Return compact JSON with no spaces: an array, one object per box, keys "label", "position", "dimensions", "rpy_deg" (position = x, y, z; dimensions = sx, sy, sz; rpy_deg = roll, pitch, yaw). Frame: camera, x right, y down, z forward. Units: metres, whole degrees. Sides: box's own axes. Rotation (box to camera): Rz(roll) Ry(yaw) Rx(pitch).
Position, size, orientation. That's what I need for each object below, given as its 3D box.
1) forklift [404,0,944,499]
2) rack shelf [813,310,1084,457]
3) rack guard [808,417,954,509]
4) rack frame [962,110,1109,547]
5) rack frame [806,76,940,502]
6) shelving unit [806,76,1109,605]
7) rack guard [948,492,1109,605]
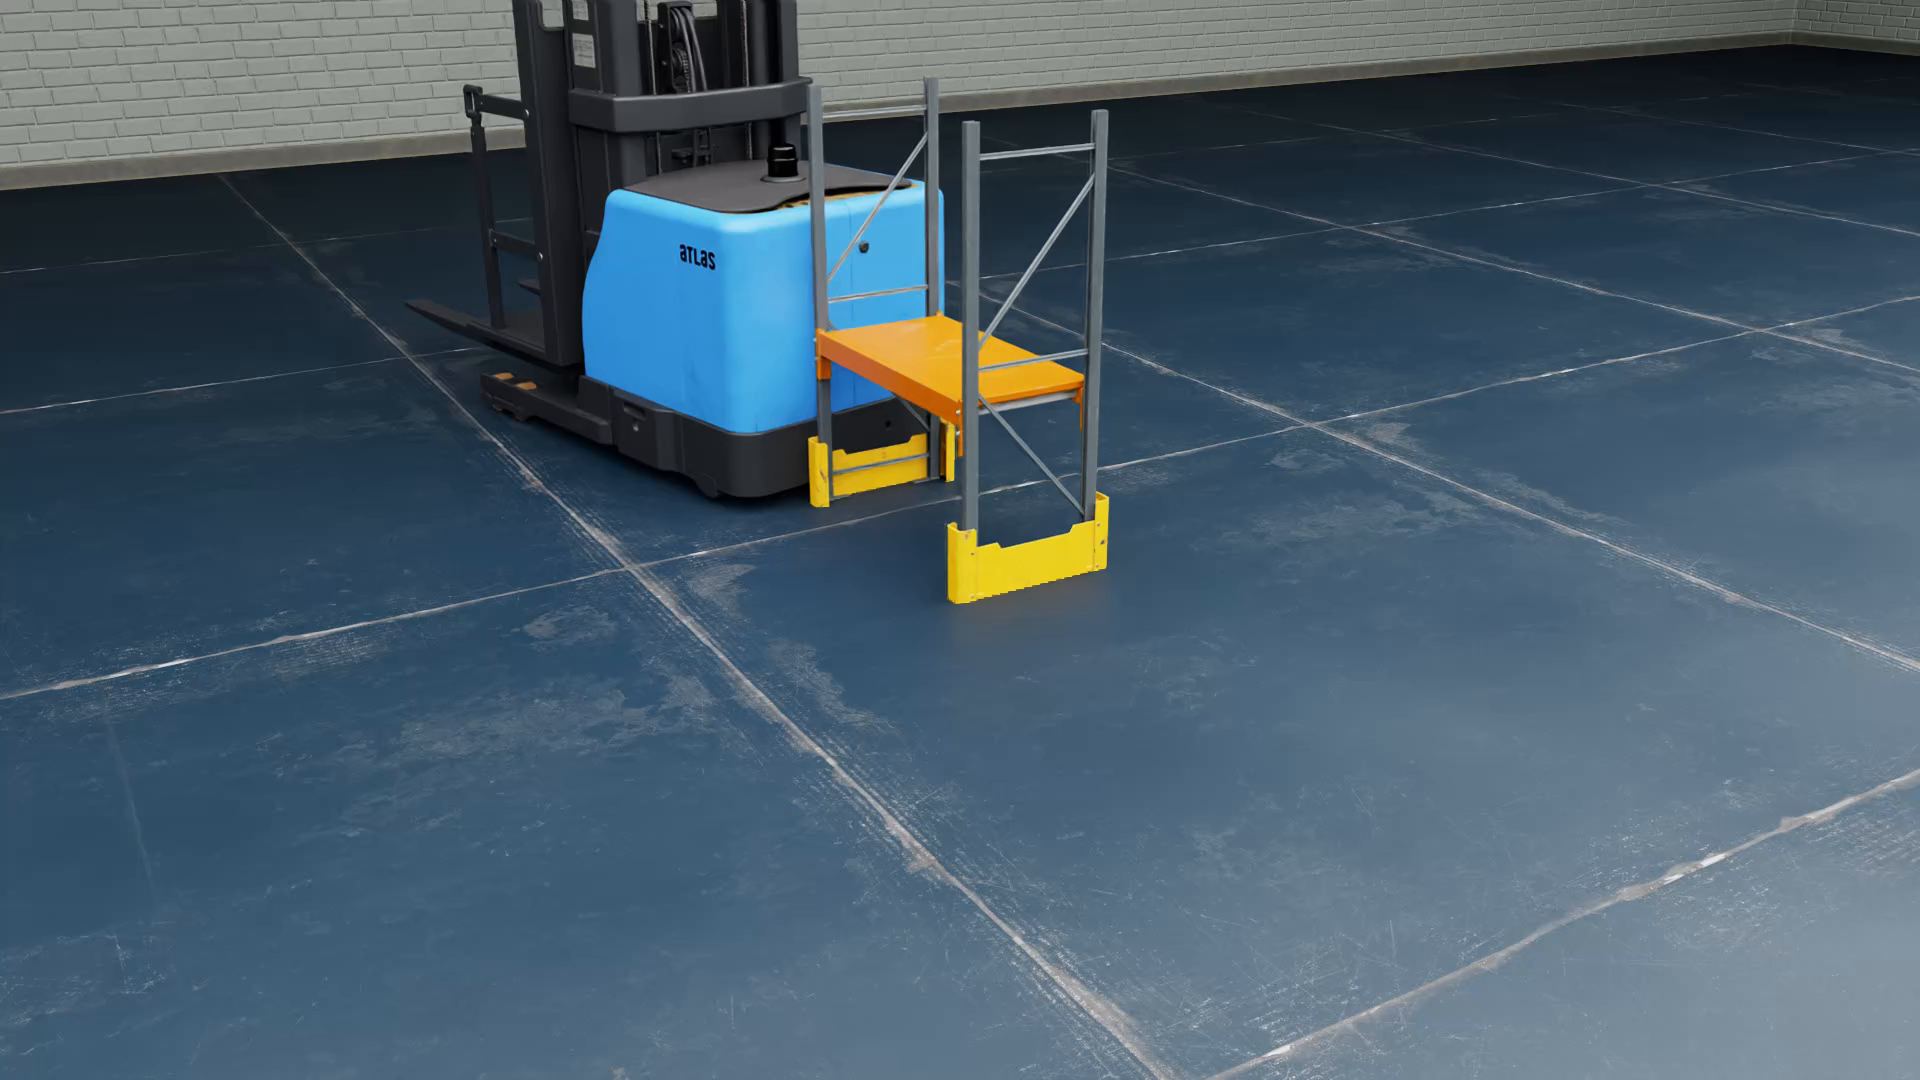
[{"label":"forklift","position":[-1.418,-1.978,6.784],"dimensions":[1.130,2.935,3.031],"rpy_deg":[-19,29,-39]},{"label":"rack shelf","position":[-0.035,-0.553,5.658],"dimensions":[0.538,0.185,1.000],"rpy_deg":[-13,25,-29]},{"label":"rack guard","position":[-0.287,-0.298,6.213],"dimensions":[0.587,0.250,0.087],"rpy_deg":[-13,25,-29]},{"label":"rack frame","position":[0.227,-0.556,5.187],"dimensions":[0.500,1.500,0.032],"rpy_deg":[-13,25,-29]},{"label":"rack frame","position":[-0.298,-0.884,5.993],"dimensions":[0.500,1.500,0.032],"rpy_deg":[-13,25,-29]},{"label":"shelving unit","position":[-0.031,-0.717,5.583],"dimensions":[0.587,1.500,1.083],"rpy_deg":[-13,25,-29]},{"label":"rack guard","position":[0.226,0.023,5.423],"dimensions":[0.587,0.250,0.087],"rpy_deg":[-13,25,-29]}]
